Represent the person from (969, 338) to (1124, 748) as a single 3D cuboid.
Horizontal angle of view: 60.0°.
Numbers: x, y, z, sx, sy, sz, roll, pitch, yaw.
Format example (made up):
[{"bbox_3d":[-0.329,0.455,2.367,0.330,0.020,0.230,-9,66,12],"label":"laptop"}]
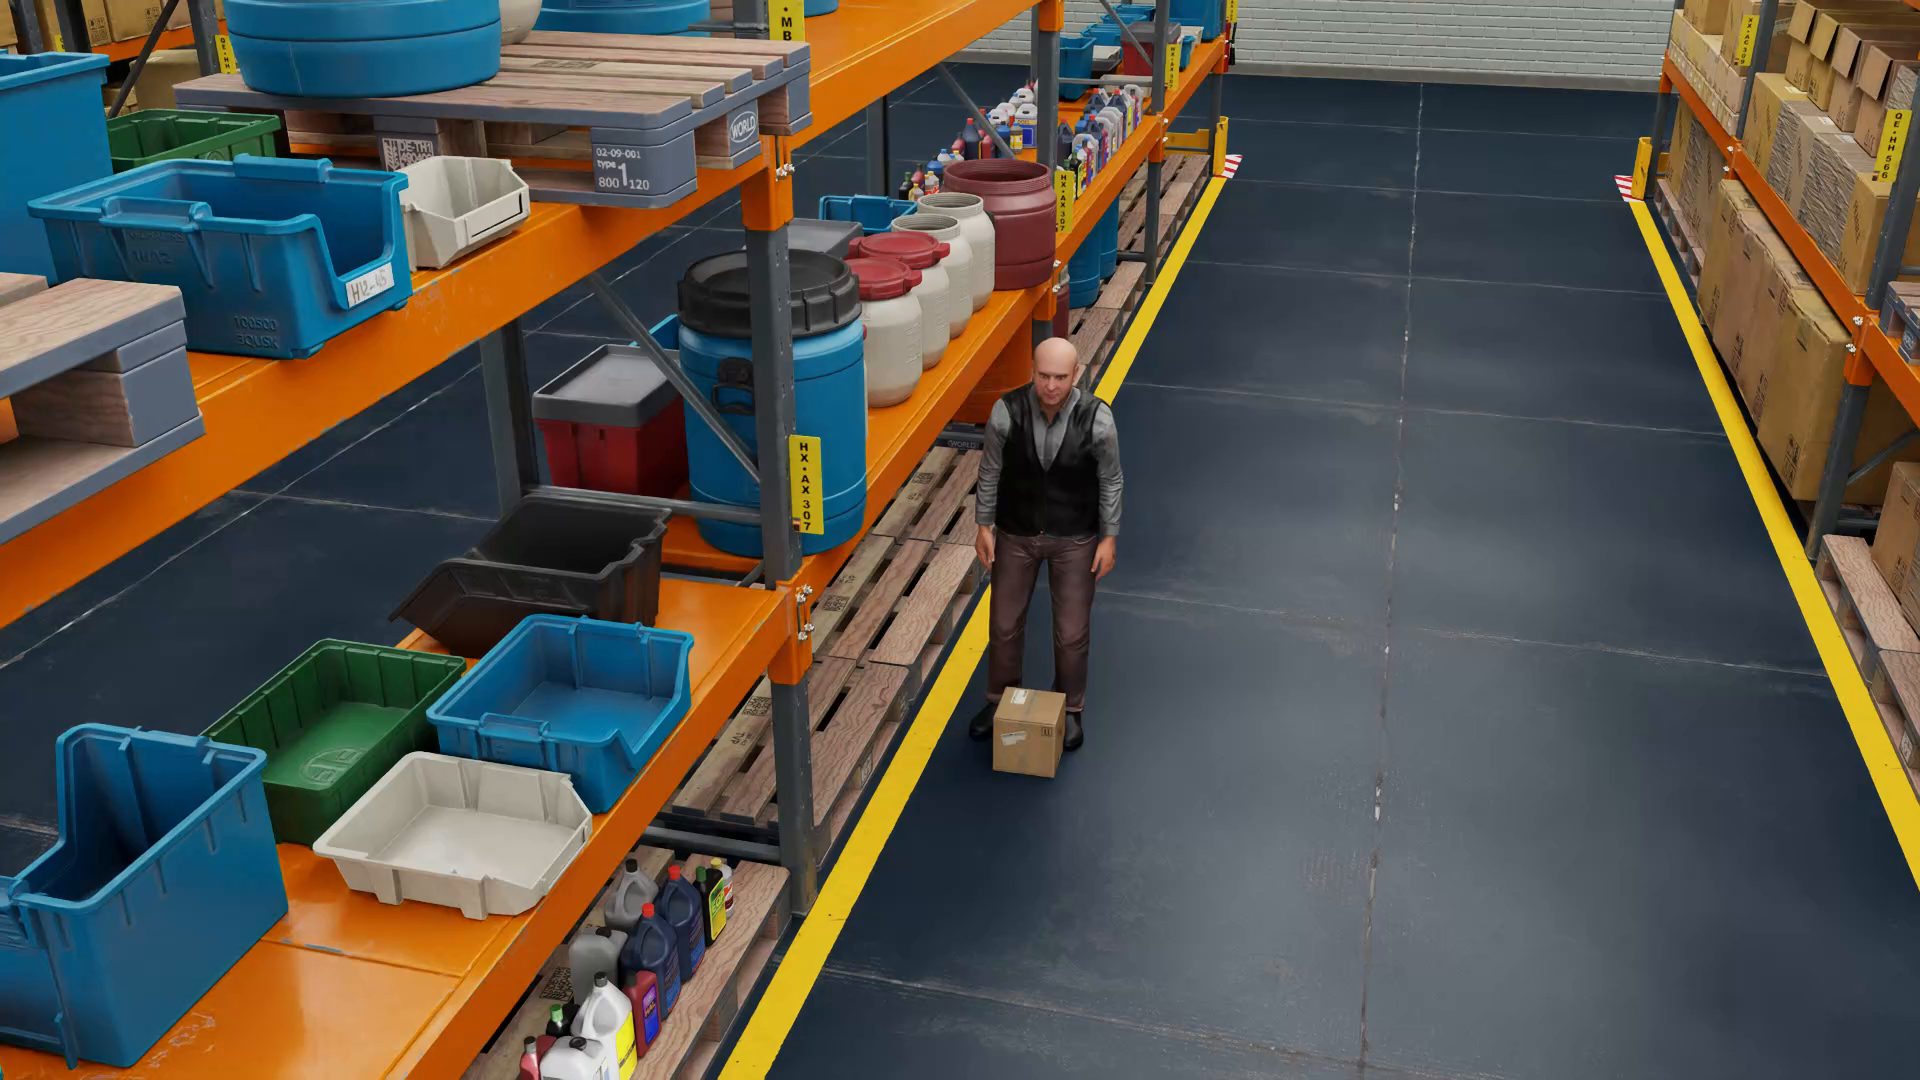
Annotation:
[{"bbox_3d":[0.349,-0.008,6.655,0.586,1.720,0.421,5,26,10],"label":"person"}]
